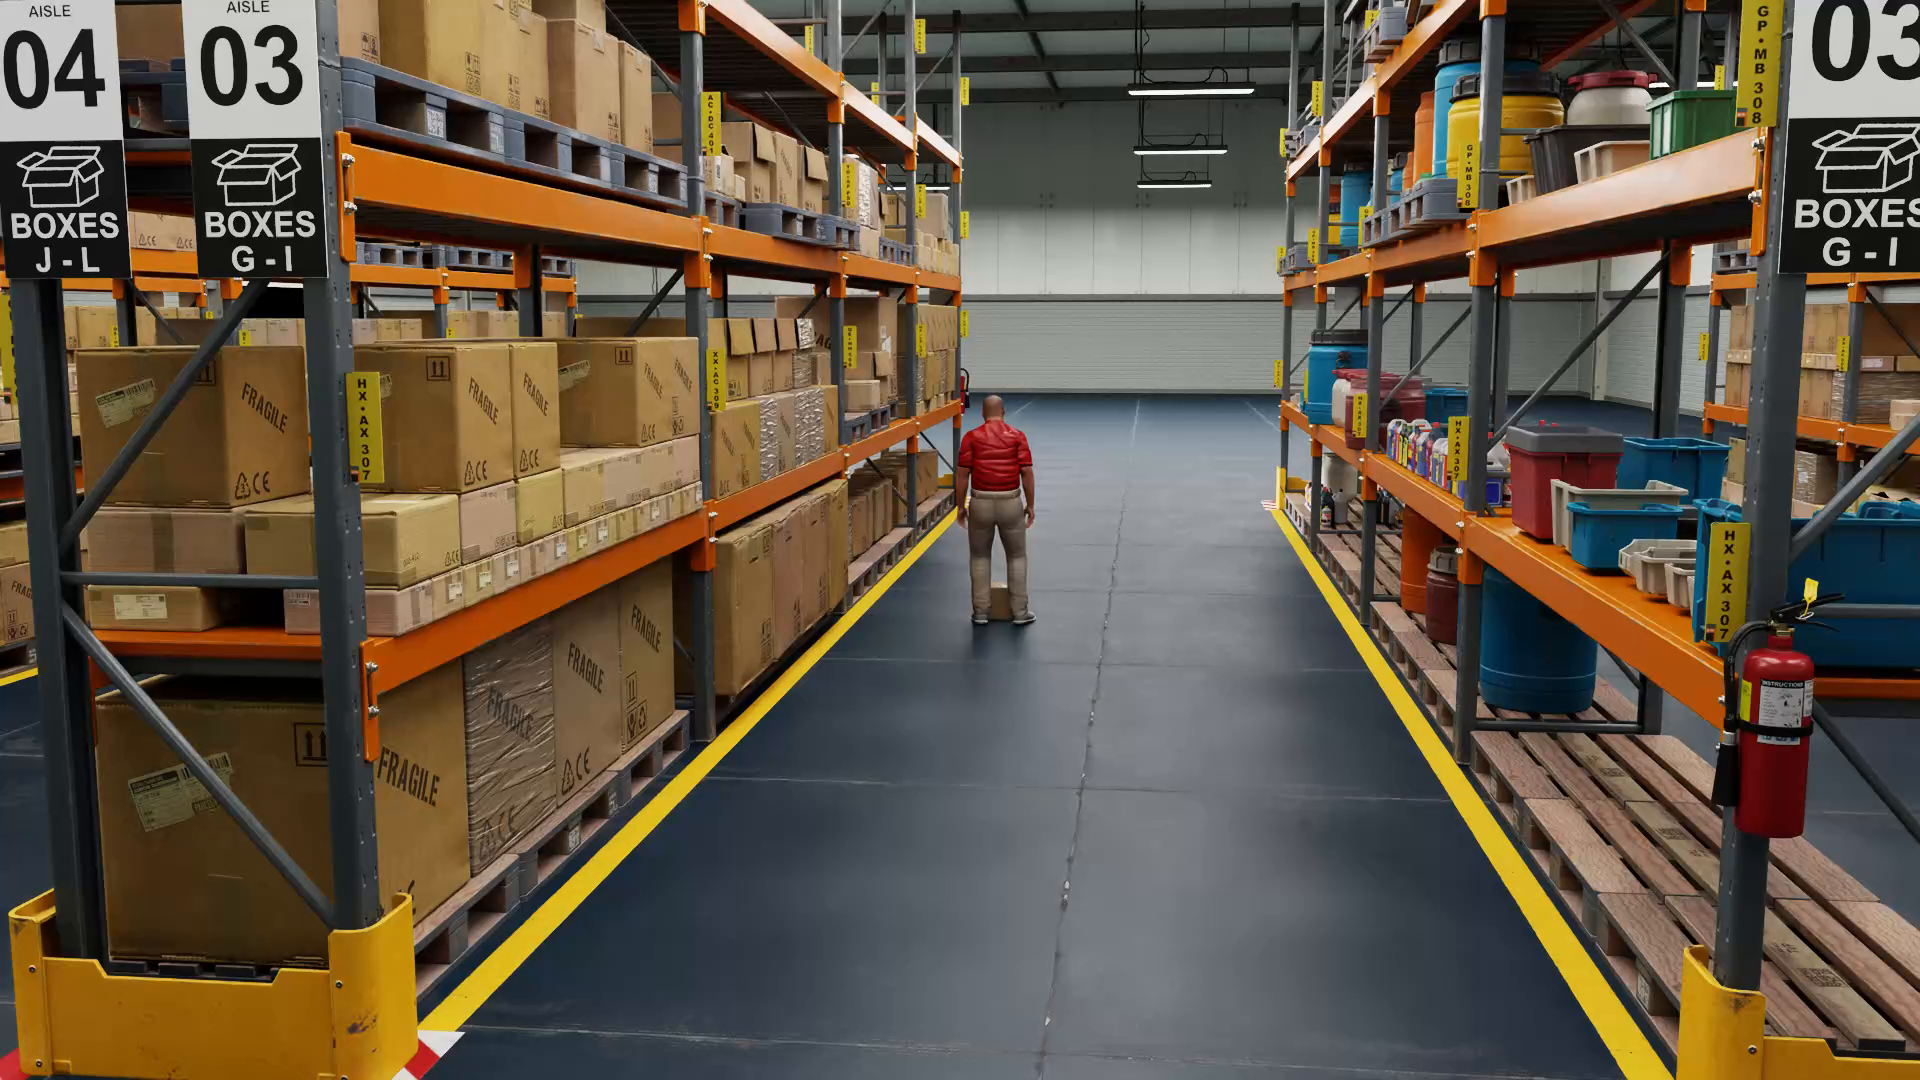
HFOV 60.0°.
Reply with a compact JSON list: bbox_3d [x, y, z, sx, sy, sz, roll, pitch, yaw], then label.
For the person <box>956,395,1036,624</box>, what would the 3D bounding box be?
[{"bbox_3d":[0.274,-0.228,12.560,0.606,1.728,0.386,0,8,3],"label":"person"}]
